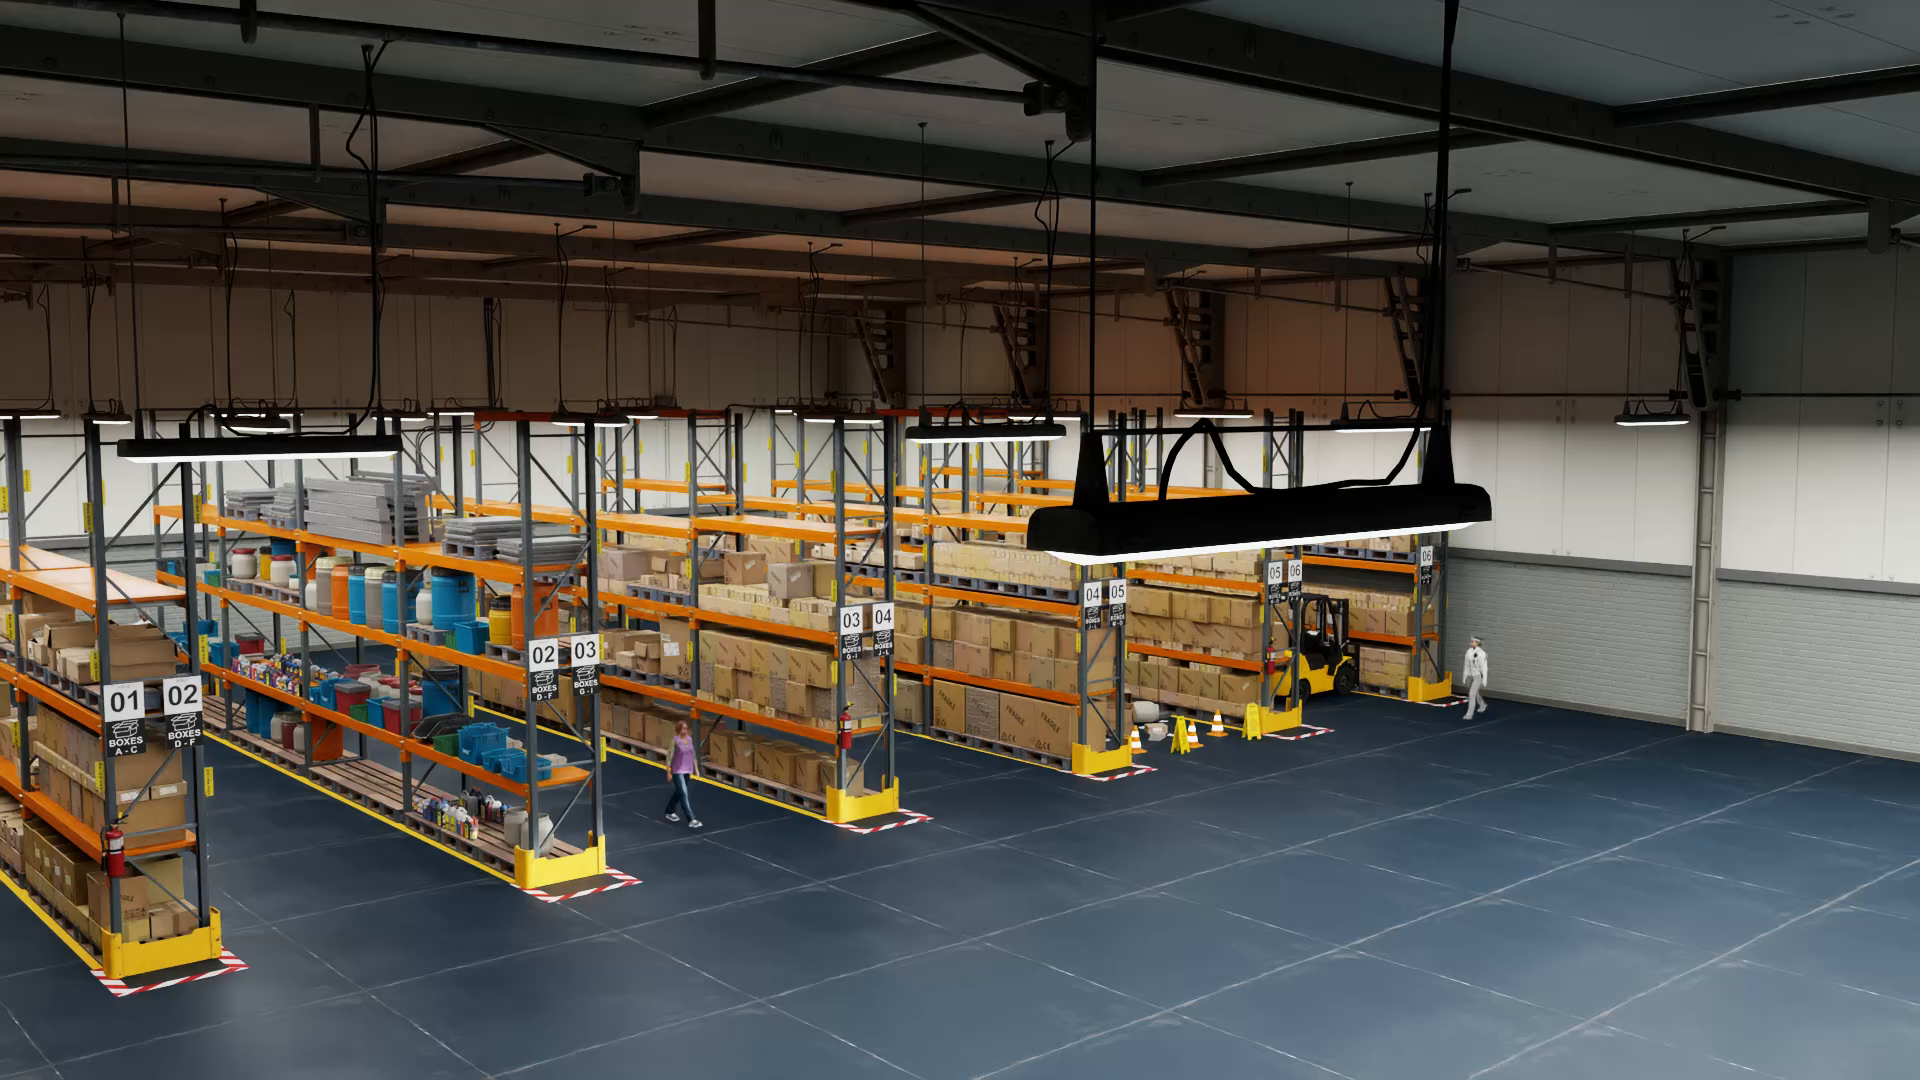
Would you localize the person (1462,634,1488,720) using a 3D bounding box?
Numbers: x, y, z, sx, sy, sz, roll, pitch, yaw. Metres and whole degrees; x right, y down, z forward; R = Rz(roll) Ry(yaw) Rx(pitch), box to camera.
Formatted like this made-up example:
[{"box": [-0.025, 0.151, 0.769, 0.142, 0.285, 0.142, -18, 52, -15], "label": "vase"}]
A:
[{"box": [10.090, 2.650, 32.446, 0.970, 1.643, 0.484, -4, 6, -39], "label": "person"}]

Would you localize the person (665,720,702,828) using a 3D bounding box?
[{"box": [-4.014, 3.419, 24.316, 0.955, 1.512, 0.434, 4, 6, 35], "label": "person"}]

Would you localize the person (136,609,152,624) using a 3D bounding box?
[{"box": [-17.833, 2.305, 36.385, 1.079, 1.610, 0.488, 2, 5, 21], "label": "person"}]
